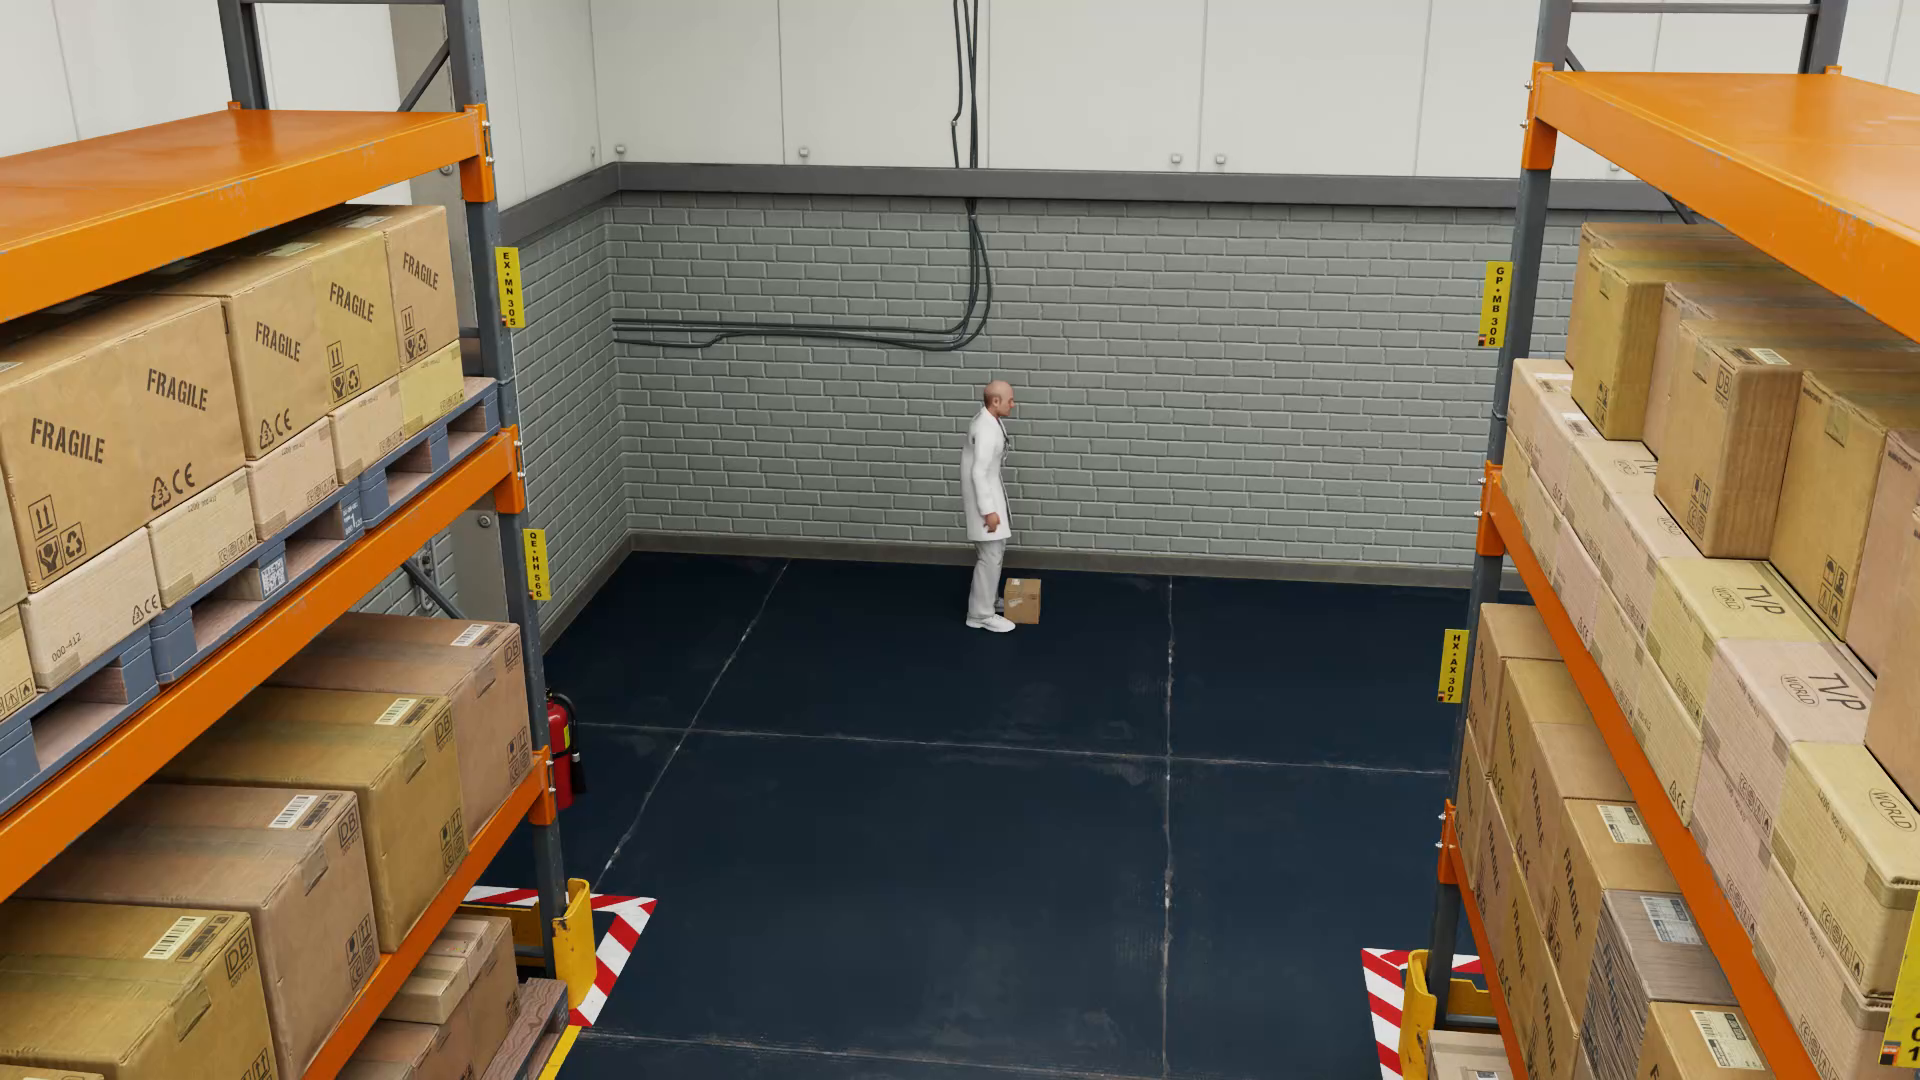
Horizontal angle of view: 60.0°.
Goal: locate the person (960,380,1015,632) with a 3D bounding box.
[{"bbox_3d":[0.211,-0.268,11.807,0.421,1.774,0.647,2,21,6],"label":"person"}]
